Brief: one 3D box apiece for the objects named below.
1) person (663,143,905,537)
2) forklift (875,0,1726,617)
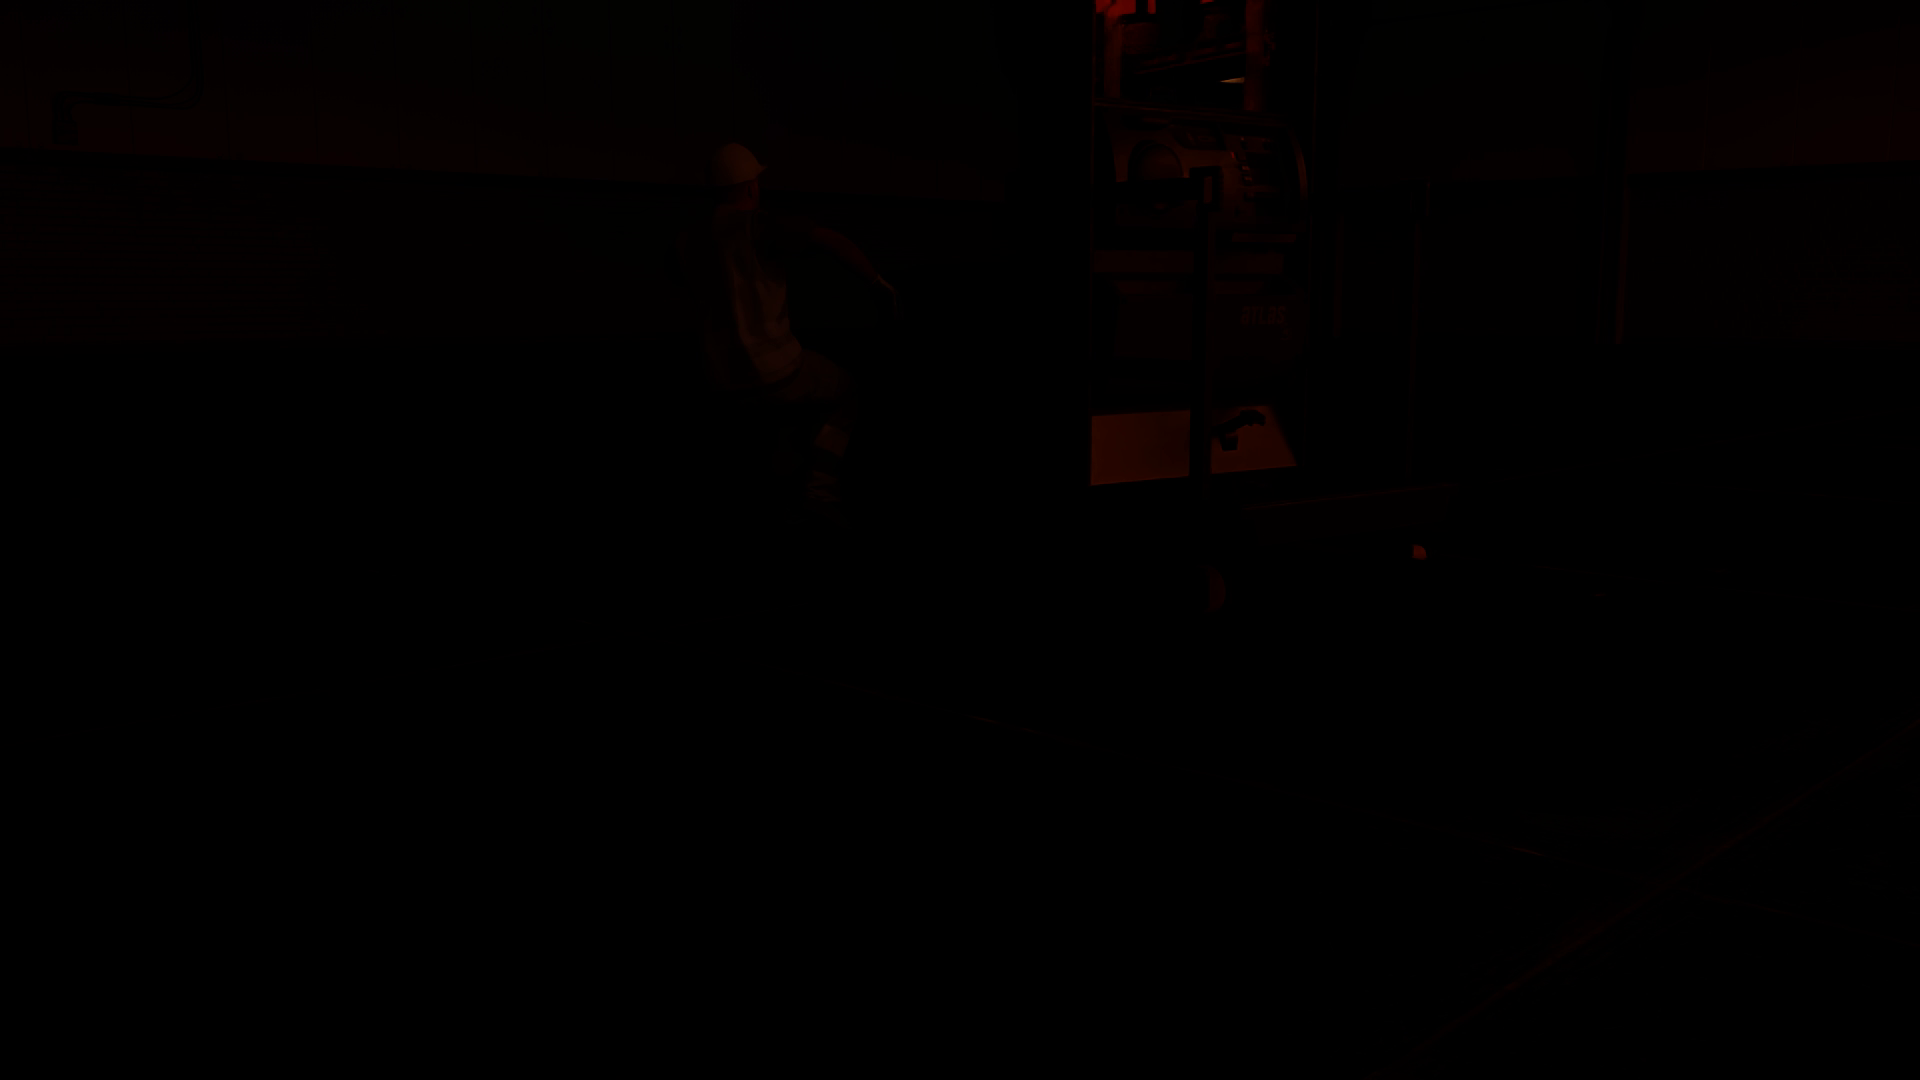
[{"bbox_3d":[-0.651,-0.745,6.504,1.070,1.550,0.871,4,10,26],"label":"person"},{"bbox_3d":[0.966,-1.294,5.467,1.130,2.935,3.031,-7,11,-37],"label":"forklift"}]
